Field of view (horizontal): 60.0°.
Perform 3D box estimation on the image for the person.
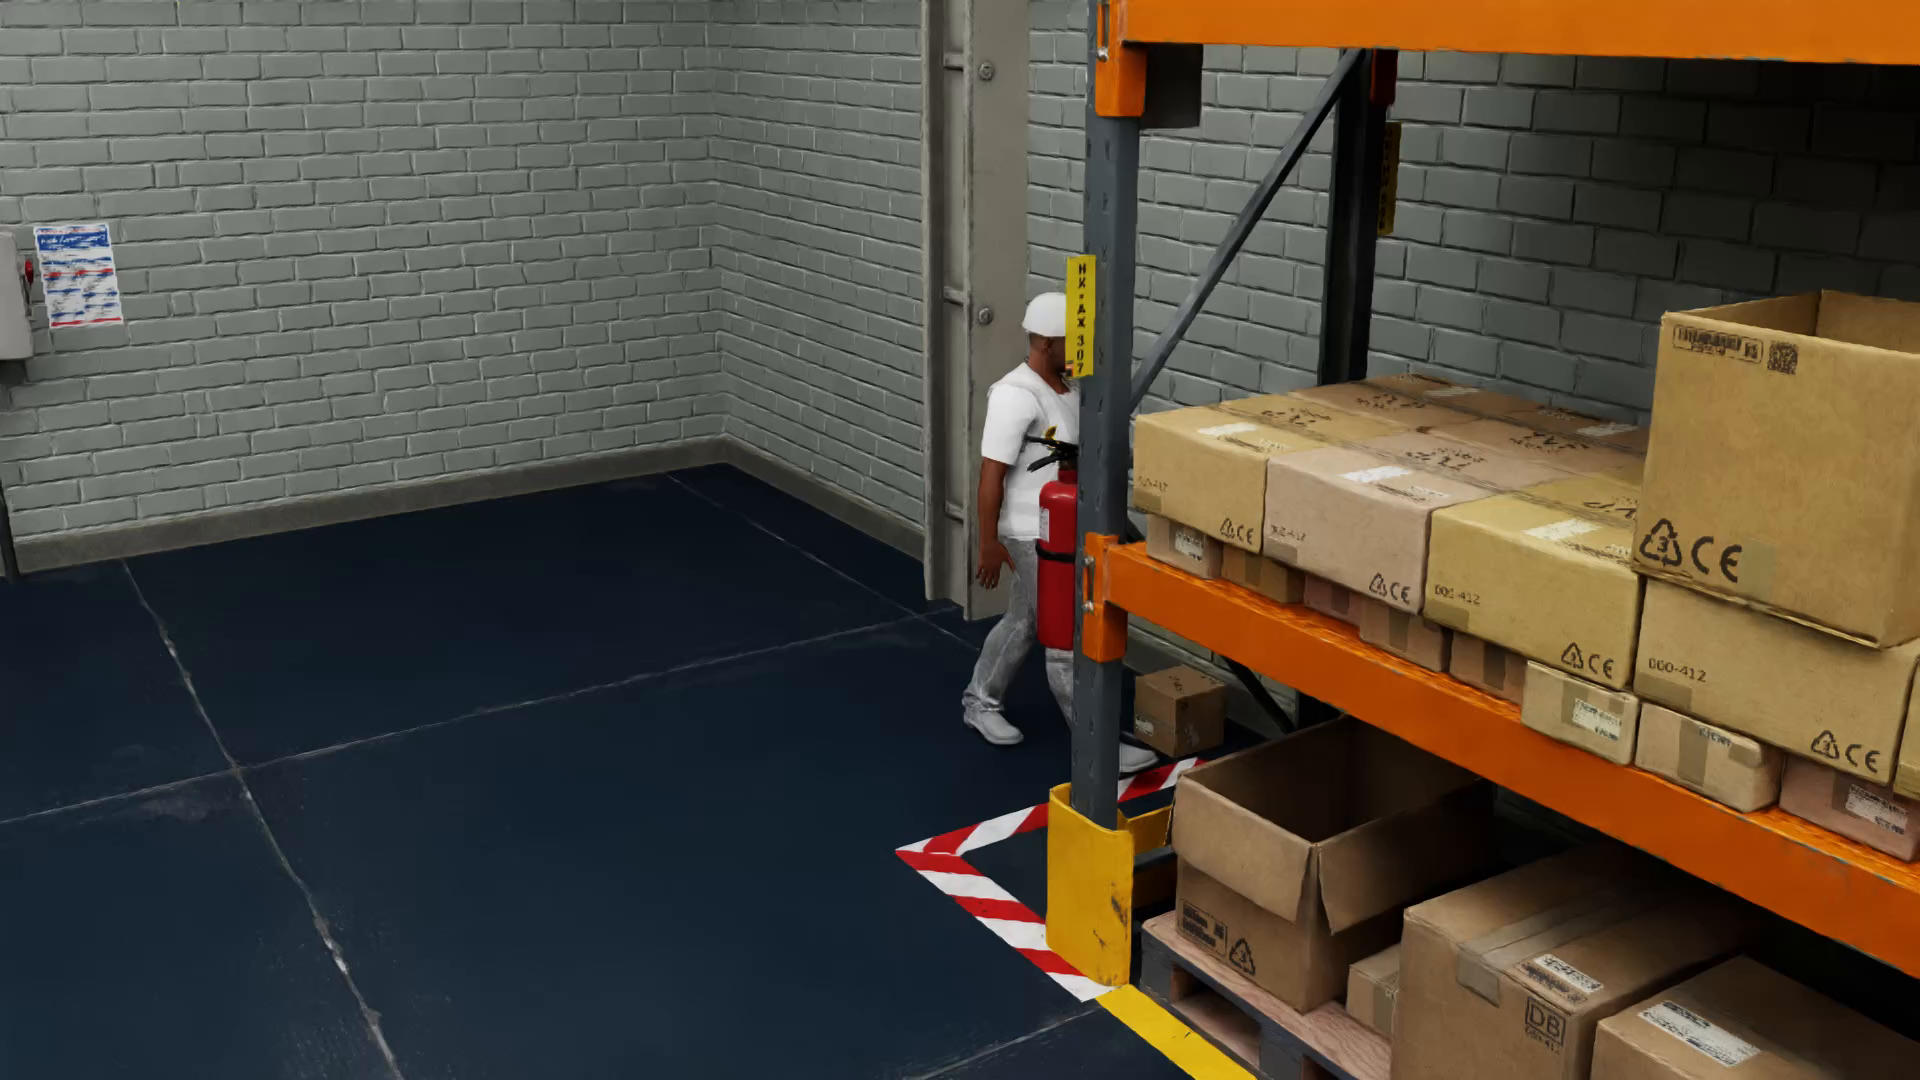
[{"bbox_3d":[0.314,-0.063,6.161,0.692,1.637,0.603,8,20,23],"label":"person"}]
